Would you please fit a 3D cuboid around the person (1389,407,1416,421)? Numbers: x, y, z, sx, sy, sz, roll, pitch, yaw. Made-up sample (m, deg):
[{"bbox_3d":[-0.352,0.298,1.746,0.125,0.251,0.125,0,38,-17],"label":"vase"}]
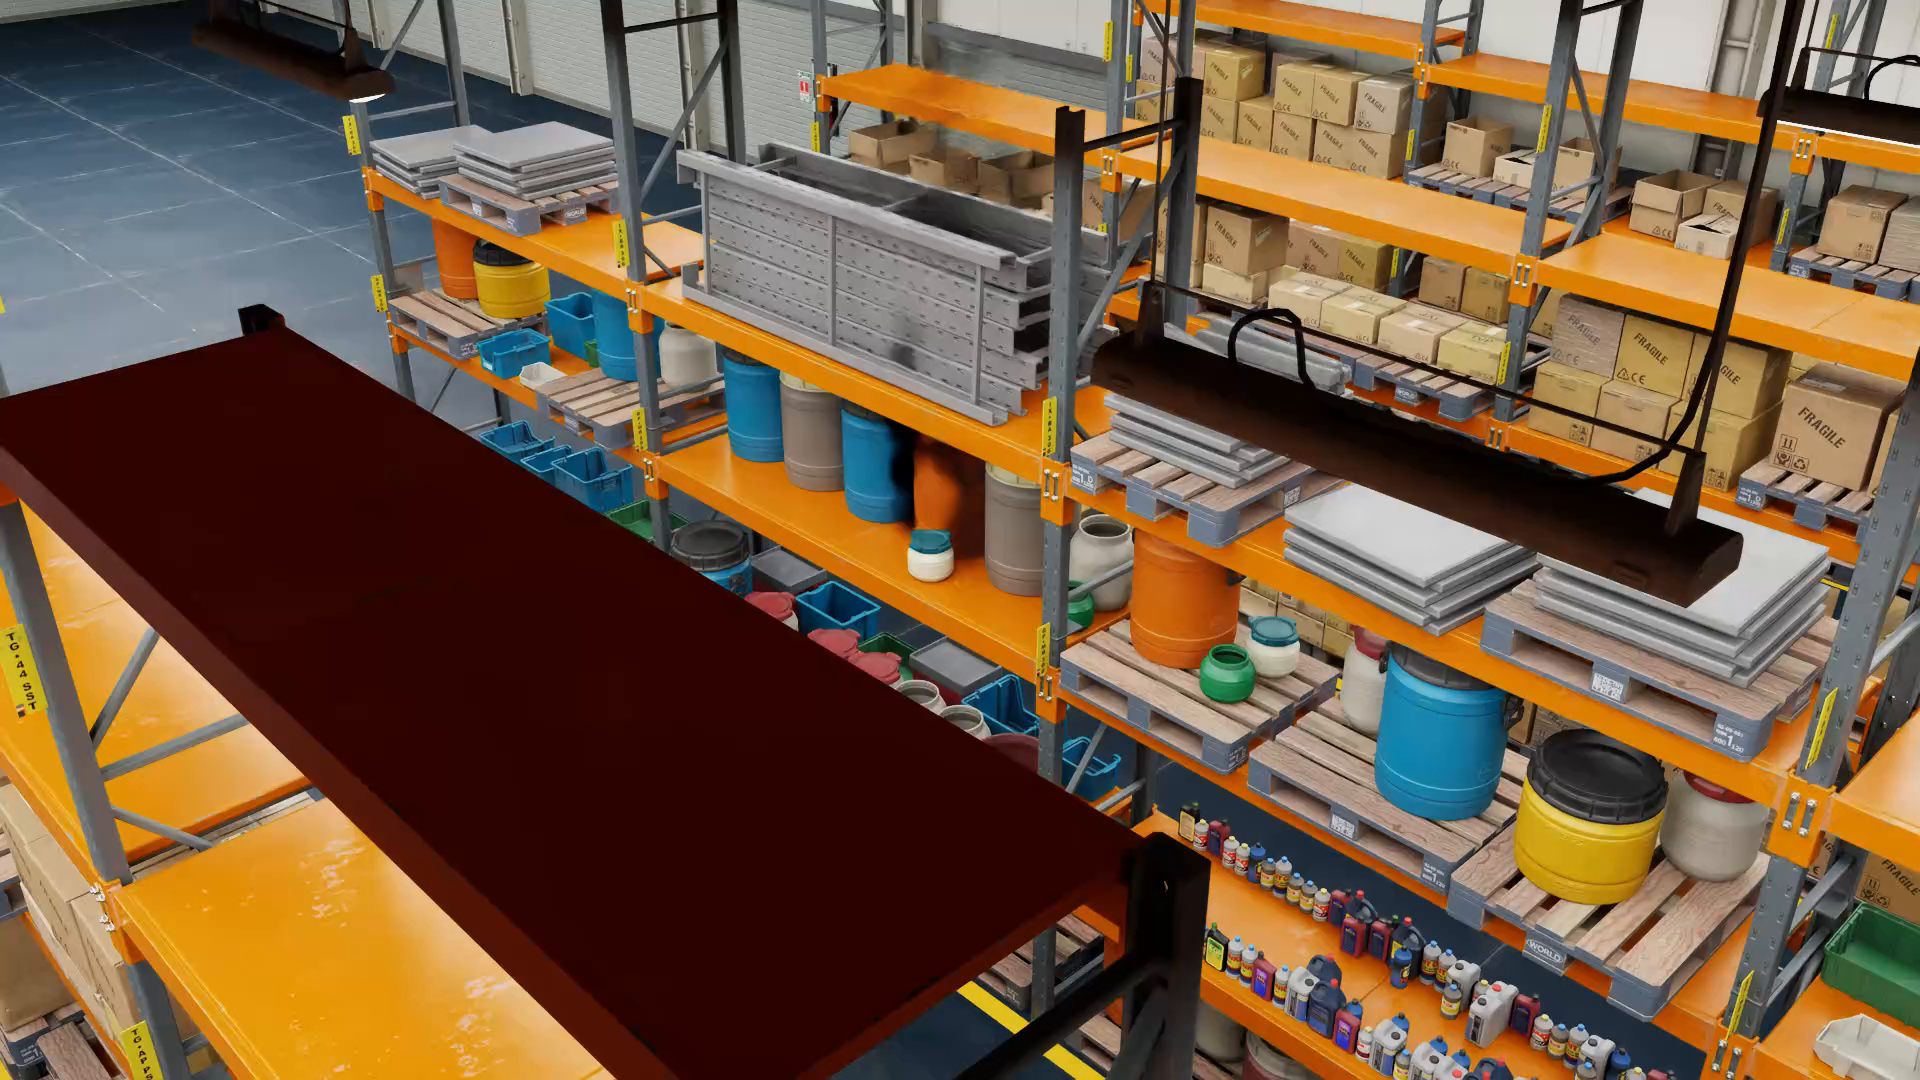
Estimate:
[{"bbox_3d":[4.114,-0.528,16.012,0.661,1.809,0.822,-23,36,-36],"label":"person"}]
